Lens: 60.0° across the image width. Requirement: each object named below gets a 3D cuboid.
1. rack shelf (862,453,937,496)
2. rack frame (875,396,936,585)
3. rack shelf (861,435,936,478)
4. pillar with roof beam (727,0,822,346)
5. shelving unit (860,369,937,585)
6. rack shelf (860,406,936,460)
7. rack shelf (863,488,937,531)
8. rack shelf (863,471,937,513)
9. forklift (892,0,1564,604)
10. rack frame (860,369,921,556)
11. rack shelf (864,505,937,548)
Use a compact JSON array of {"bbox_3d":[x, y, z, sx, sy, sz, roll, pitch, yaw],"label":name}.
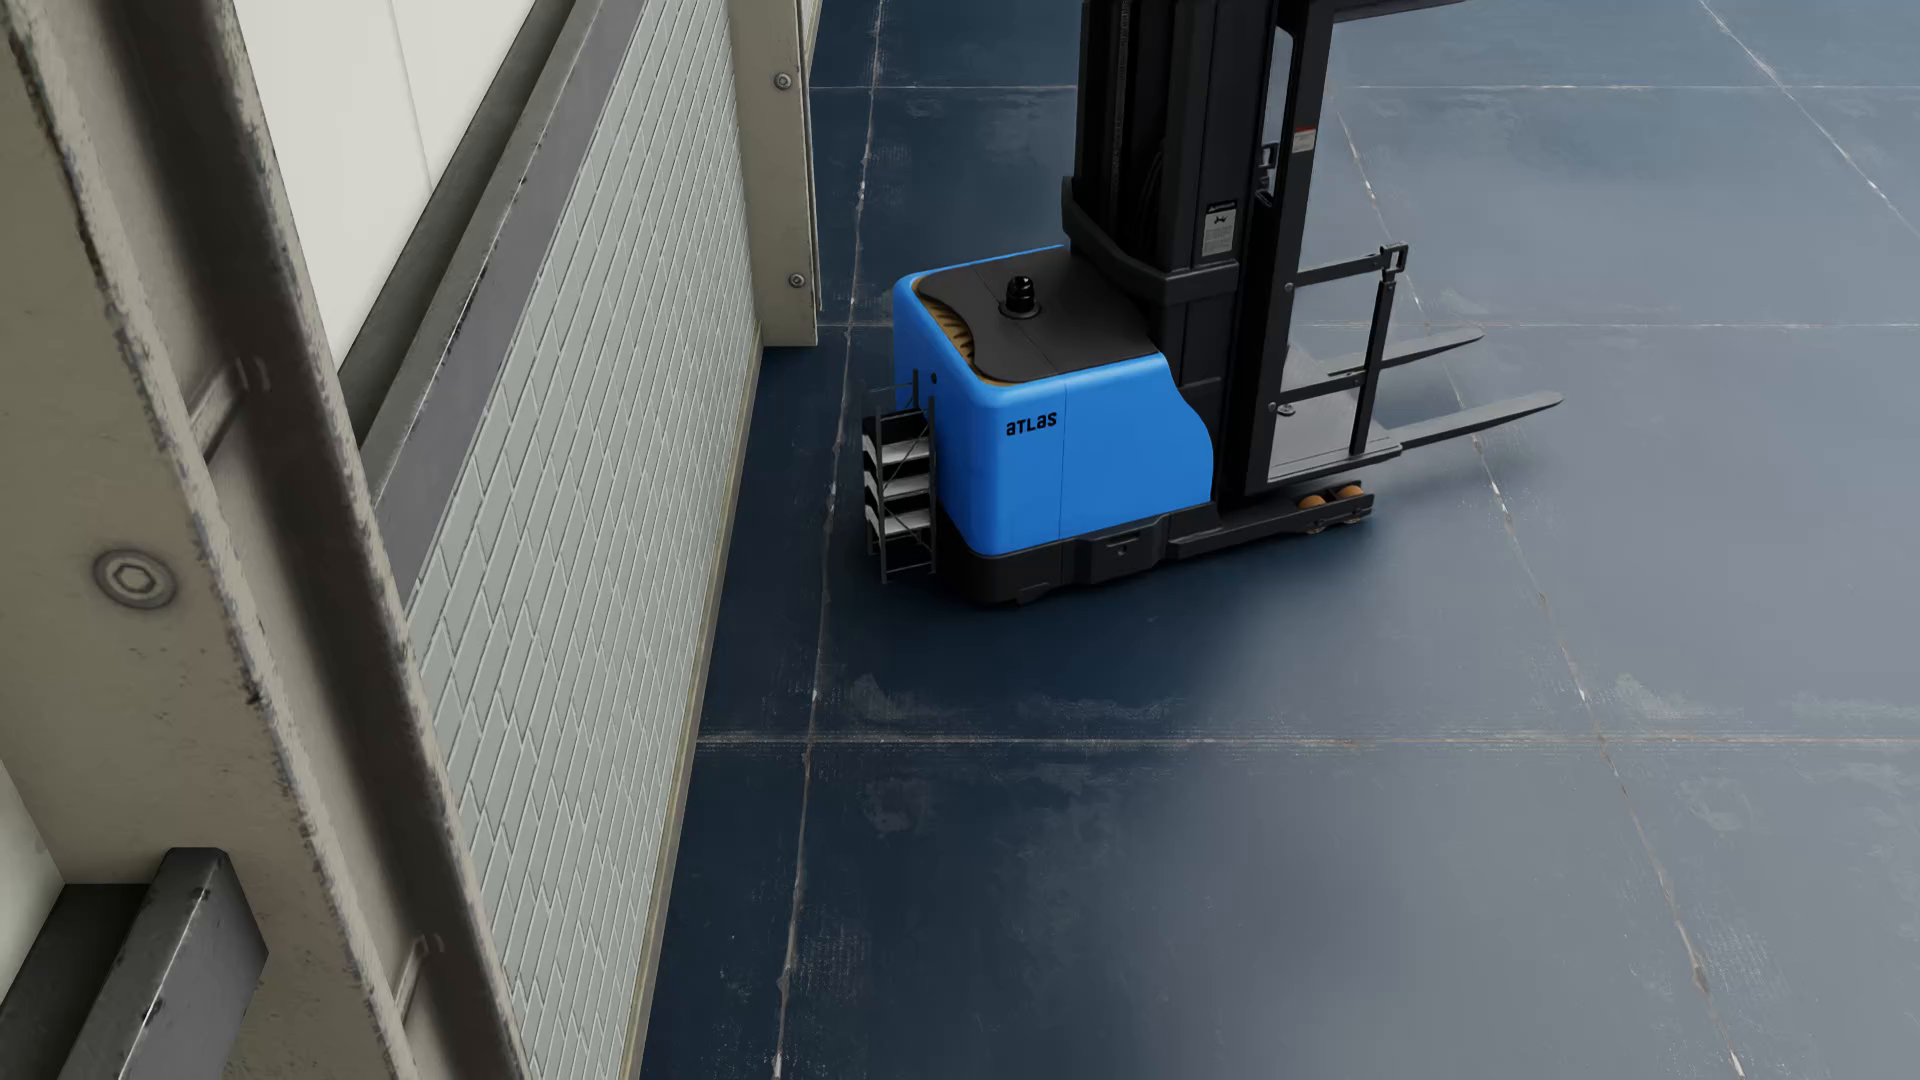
[{"bbox_3d":[-0.249,-0.293,6.805,0.258,0.077,0.200,-12,40,-15],"label":"rack shelf"},{"bbox_3d":[-0.216,-0.188,6.765,0.240,0.900,0.006,-12,40,-15],"label":"rack frame"},{"bbox_3d":[-0.249,-0.363,6.749,0.258,0.077,0.200,-12,40,-15],"label":"rack shelf"},{"bbox_3d":[3.419,-4.628,5.830,9.100,9.000,0.400,0,39,0],"label":"pillar with roof beam"},{"bbox_3d":[-0.249,-0.249,6.841,0.258,0.900,0.210,-12,40,-15],"label":"shelving unit"},{"bbox_3d":[-0.249,-0.433,6.693,0.258,0.077,0.200,-12,40,-15],"label":"rack shelf"},{"bbox_3d":[-0.249,-0.152,6.918,0.258,0.077,0.200,-12,40,-15],"label":"rack shelf"},{"bbox_3d":[-0.249,-0.223,6.861,0.258,0.077,0.200,-12,40,-15],"label":"rack shelf"},{"bbox_3d":[1.274,-1.464,6.733,3.031,2.935,1.130,-14,41,-17],"label":"forklift"},{"bbox_3d":[-0.282,-0.309,6.916,0.240,0.900,0.006,-12,40,-15],"label":"rack frame"},{"bbox_3d":[-0.249,-0.082,6.974,0.258,0.077,0.200,-12,40,-15],"label":"rack shelf"}]
